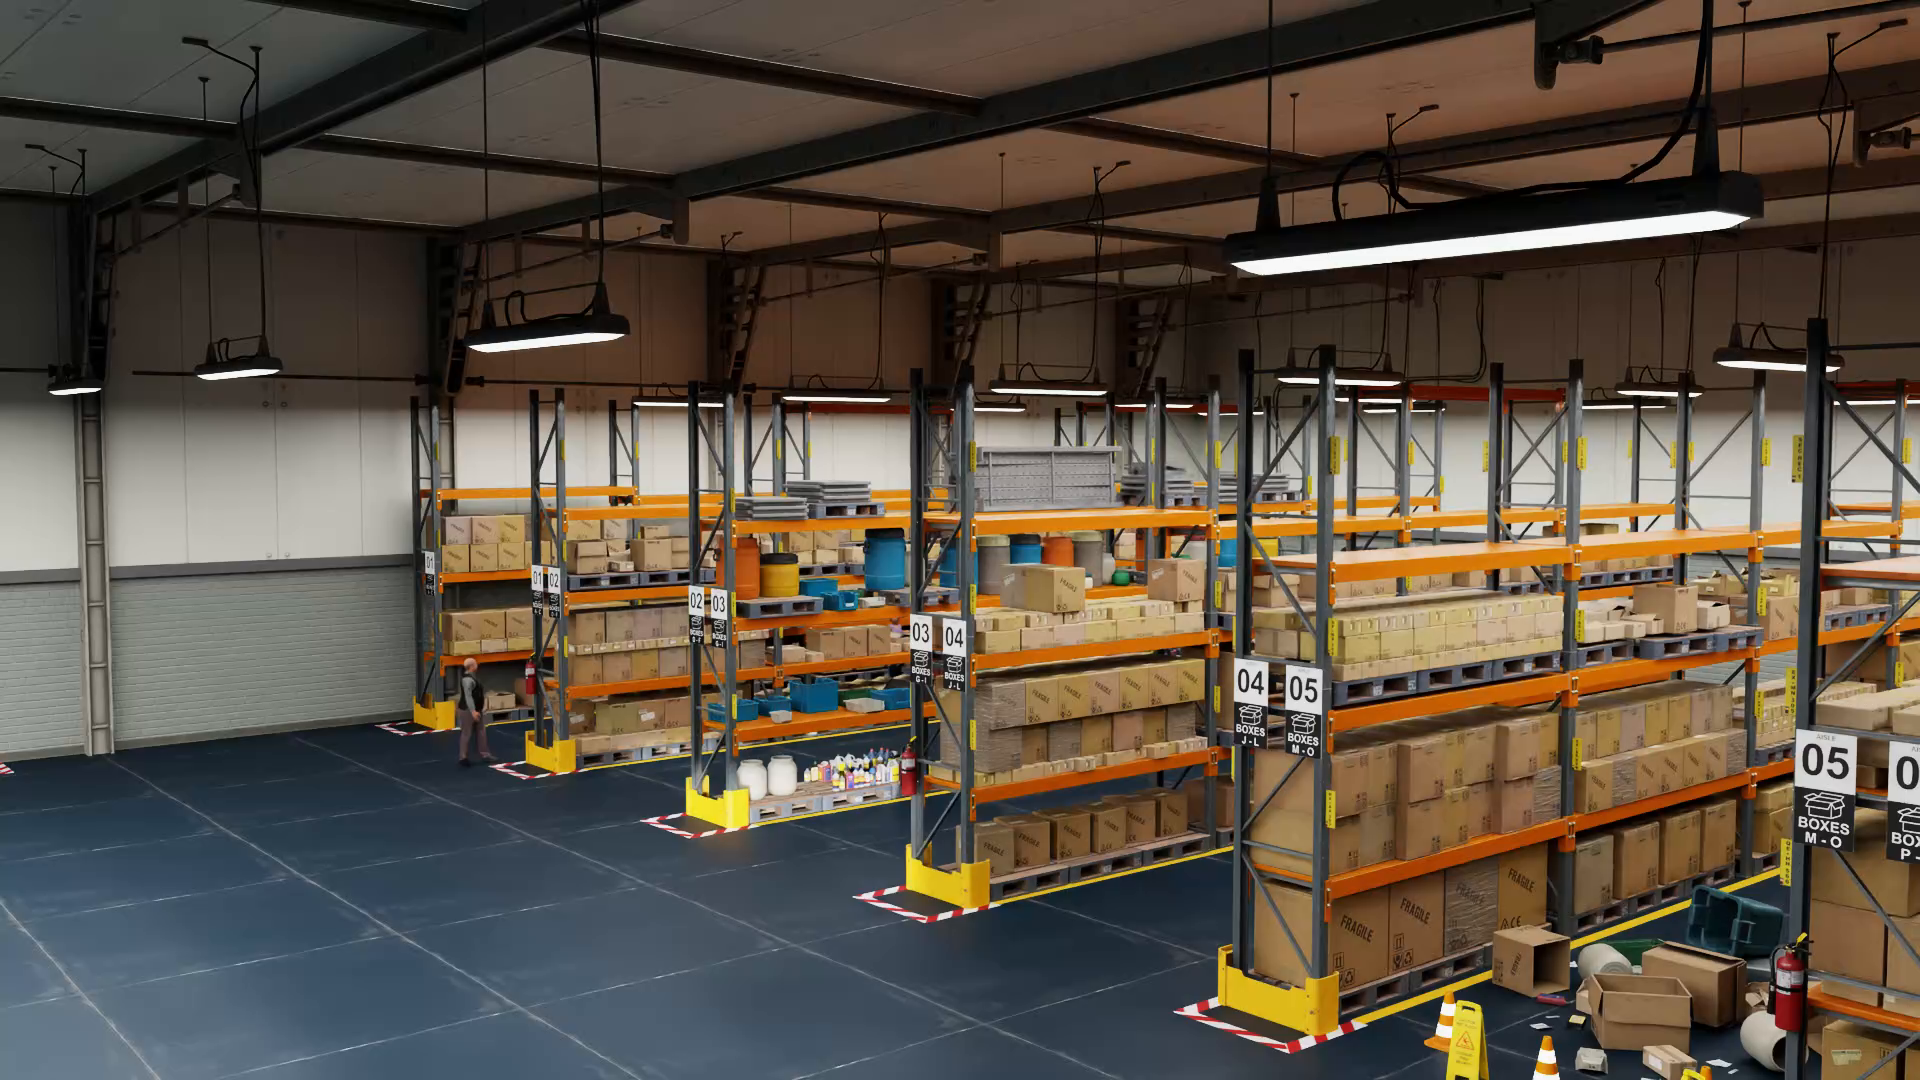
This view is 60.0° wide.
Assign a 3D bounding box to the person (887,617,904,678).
[{"bbox_3d":[-1.348,2.334,34.764,0.479,1.612,0.349,-3,5,-43],"label":"person"}]

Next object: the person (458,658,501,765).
[{"bbox_3d":[-7.764,2.742,26.637,0.581,1.710,0.607,1,3,12],"label":"person"}]
